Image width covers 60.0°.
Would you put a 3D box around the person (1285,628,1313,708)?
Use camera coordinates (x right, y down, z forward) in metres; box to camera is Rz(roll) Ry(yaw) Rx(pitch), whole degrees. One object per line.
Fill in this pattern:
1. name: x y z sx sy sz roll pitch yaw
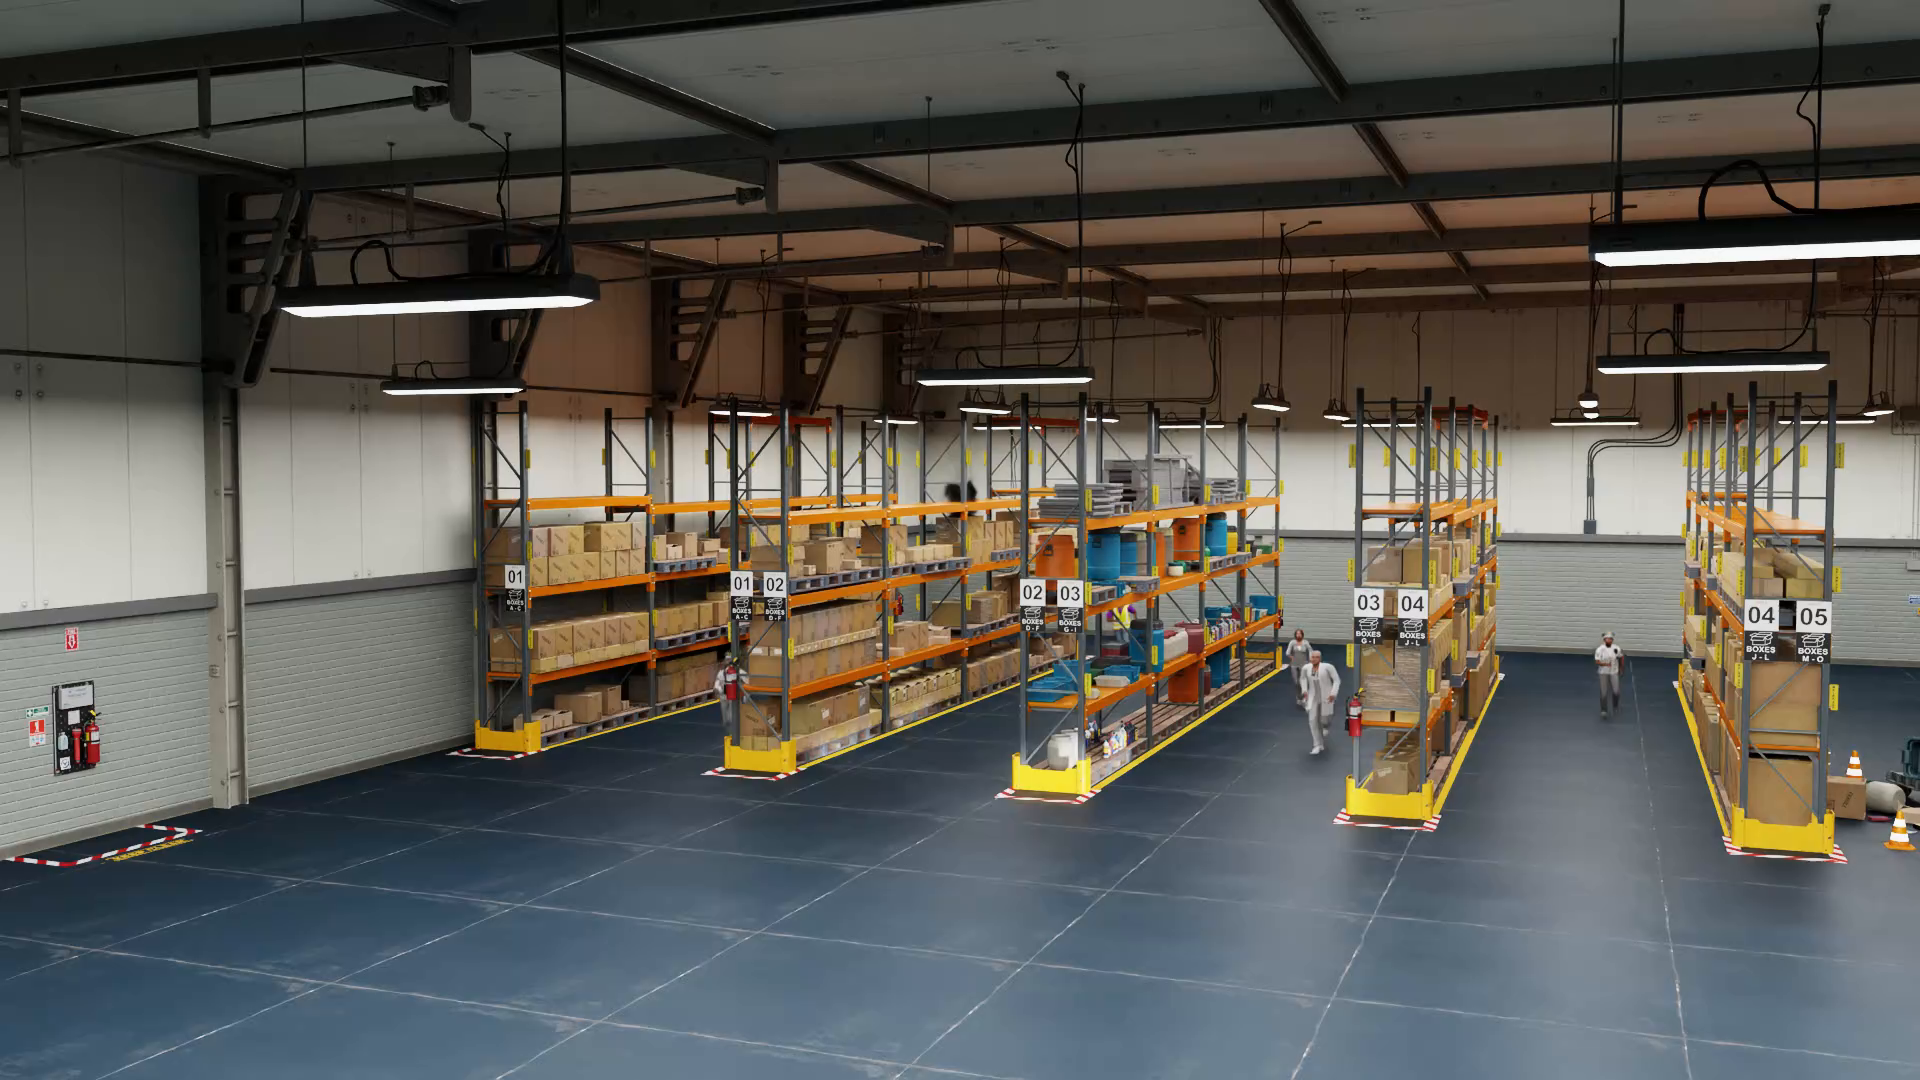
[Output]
1. person: 6.833 2.578 33.532 0.538 1.591 0.641 1 3 17

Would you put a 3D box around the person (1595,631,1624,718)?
1. person: 12.542 2.594 32.074 0.569 1.673 0.655 1 3 14

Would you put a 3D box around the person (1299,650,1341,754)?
1. person: 6.194 2.766 28.628 0.720 1.769 0.957 1 3 25

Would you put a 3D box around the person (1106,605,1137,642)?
1. person: 3.905 2.193 40.218 0.716 1.808 0.652 1 3 17

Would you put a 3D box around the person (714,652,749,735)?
1. person: -3.958 2.758 28.652 0.587 1.661 0.632 1 3 17
